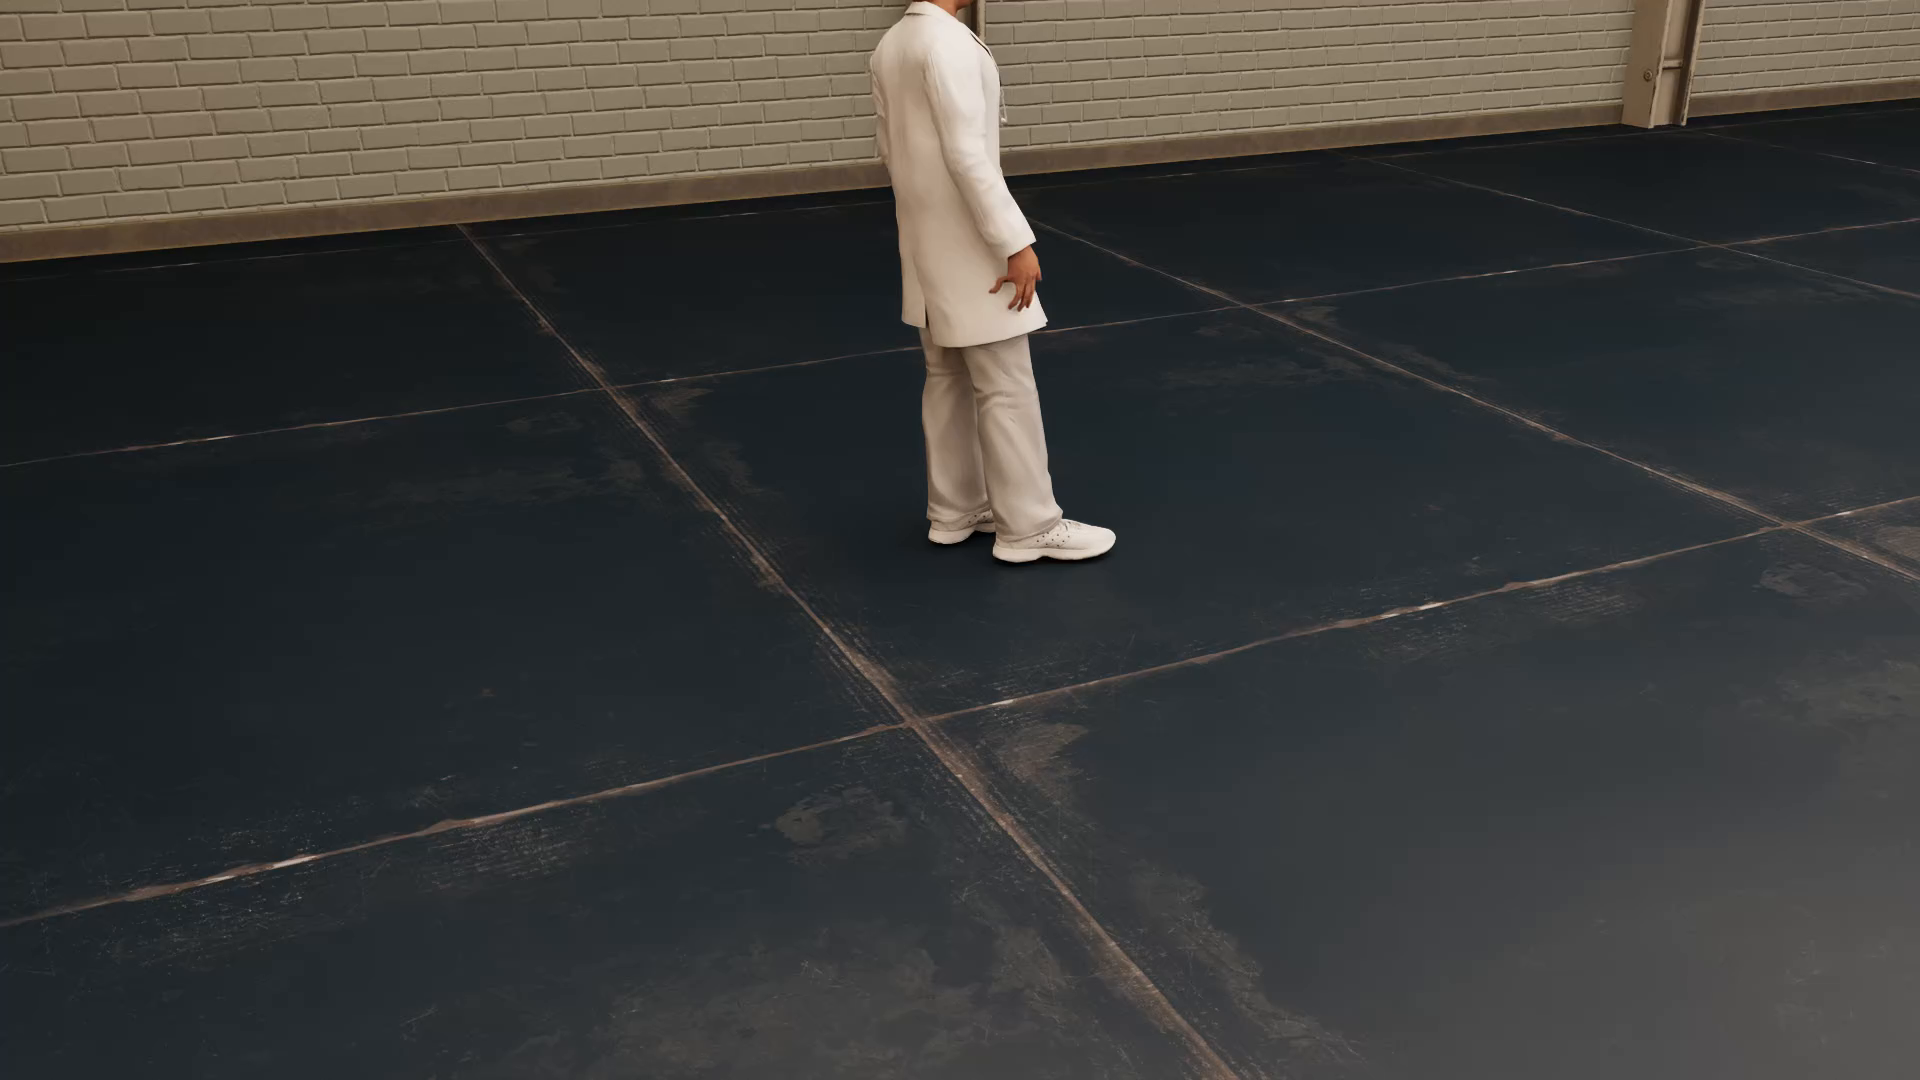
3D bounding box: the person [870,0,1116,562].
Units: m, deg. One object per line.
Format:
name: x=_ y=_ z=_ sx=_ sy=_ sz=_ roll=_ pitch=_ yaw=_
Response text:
person: x=0.085 y=-0.842 z=4.795 sx=0.578 sy=1.778 sz=0.698 roll=-10 pitch=25 yaw=-23
